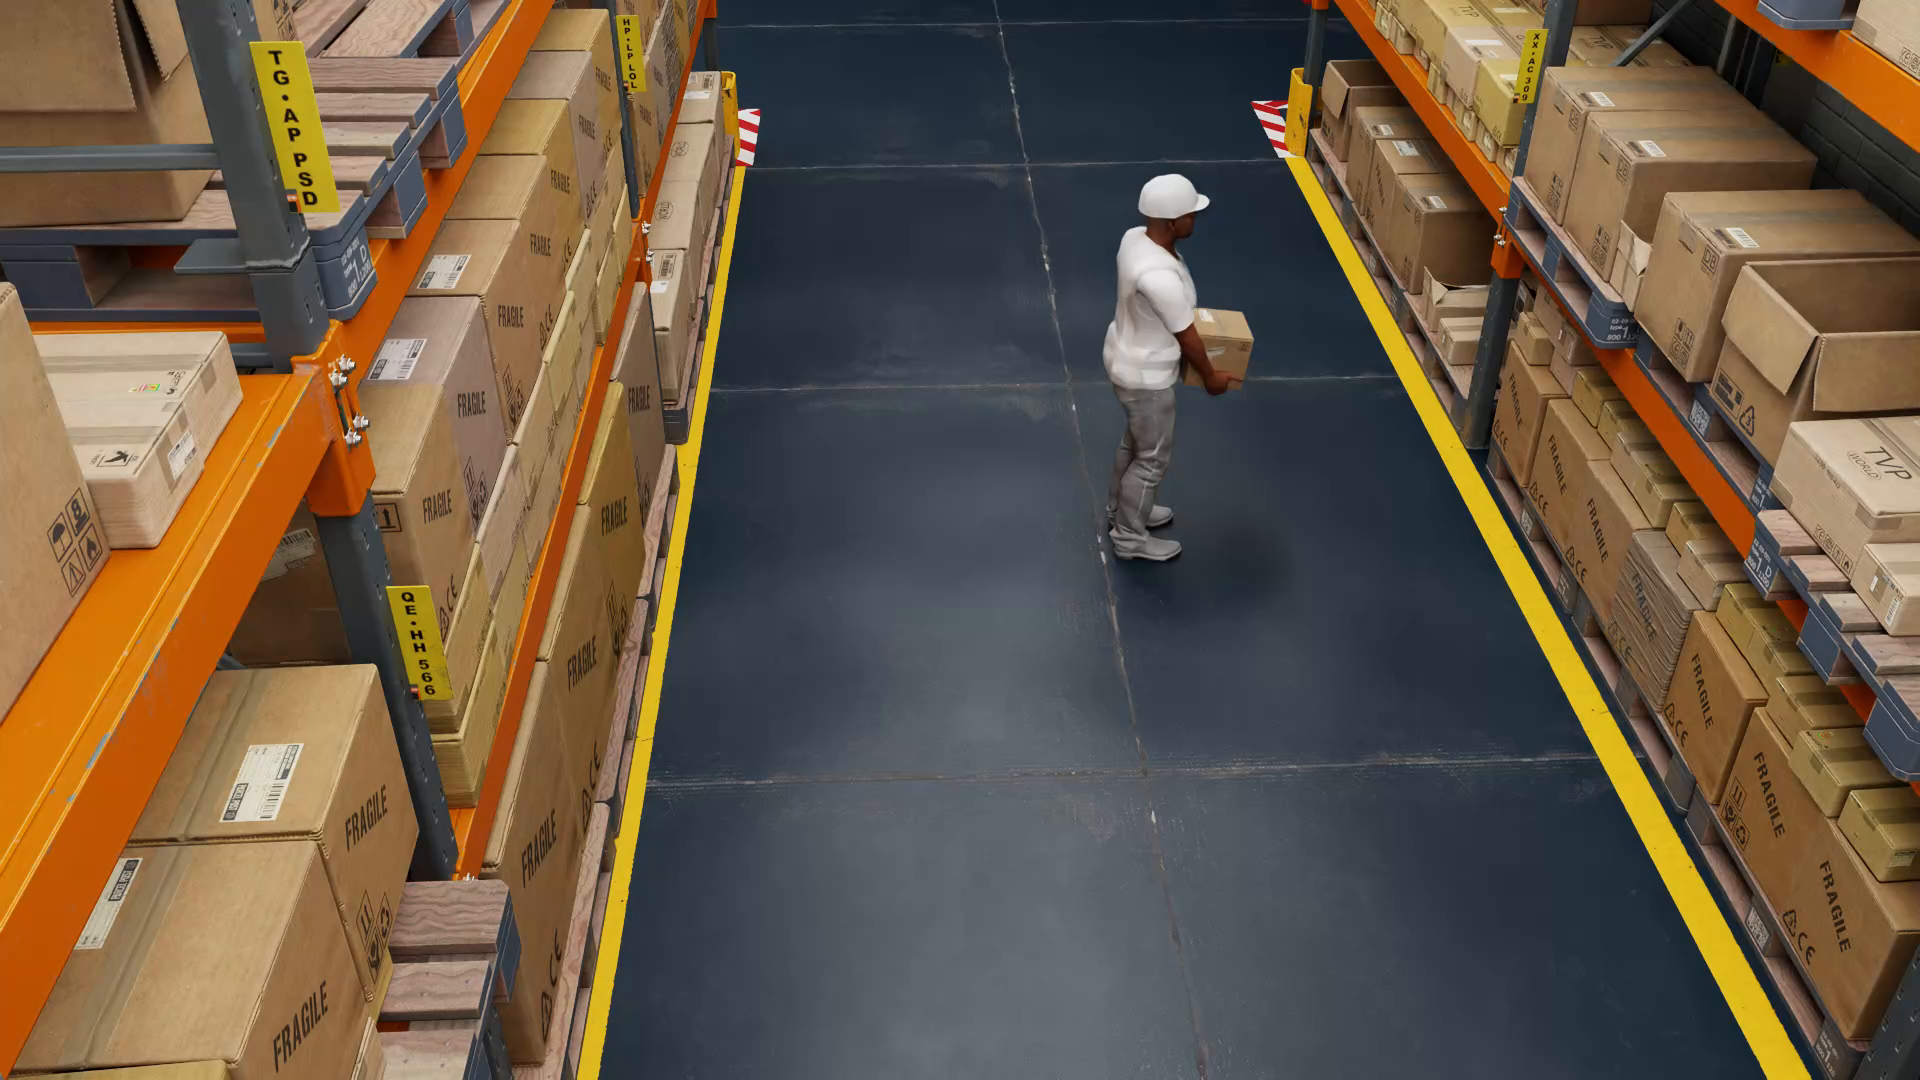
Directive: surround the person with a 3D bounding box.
[{"bbox_3d":[0.908,-0.743,7.188,0.576,1.761,0.505,-2,35,-3],"label":"person"}]
